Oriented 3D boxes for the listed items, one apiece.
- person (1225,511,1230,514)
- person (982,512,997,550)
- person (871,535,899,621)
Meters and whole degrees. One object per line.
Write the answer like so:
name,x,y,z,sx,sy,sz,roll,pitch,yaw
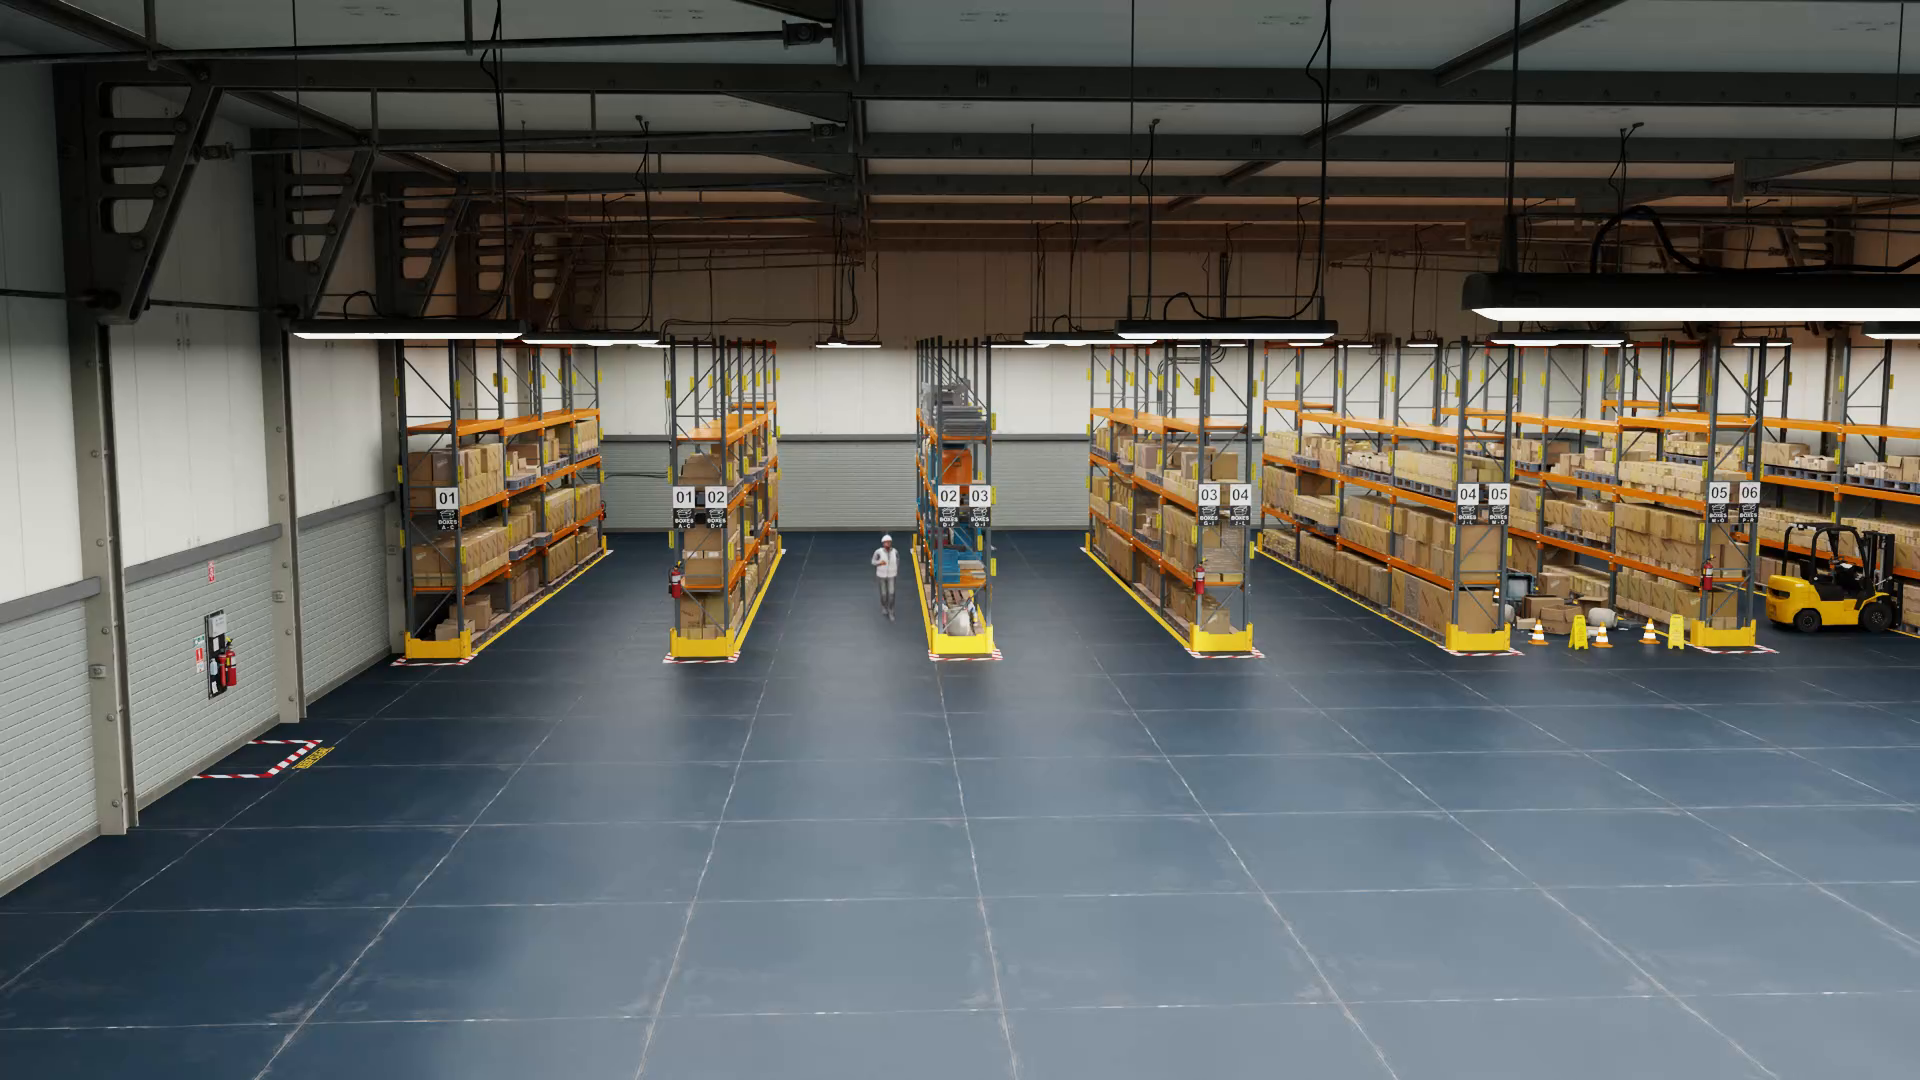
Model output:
person,7.489,-0.300,45.347,0.679,1.766,0.693,0,7,-4
person,0.698,-0.446,47.923,0.597,1.461,0.629,-6,9,-41
person,-1.599,0.800,35.674,0.631,1.830,0.820,-1,7,-10
